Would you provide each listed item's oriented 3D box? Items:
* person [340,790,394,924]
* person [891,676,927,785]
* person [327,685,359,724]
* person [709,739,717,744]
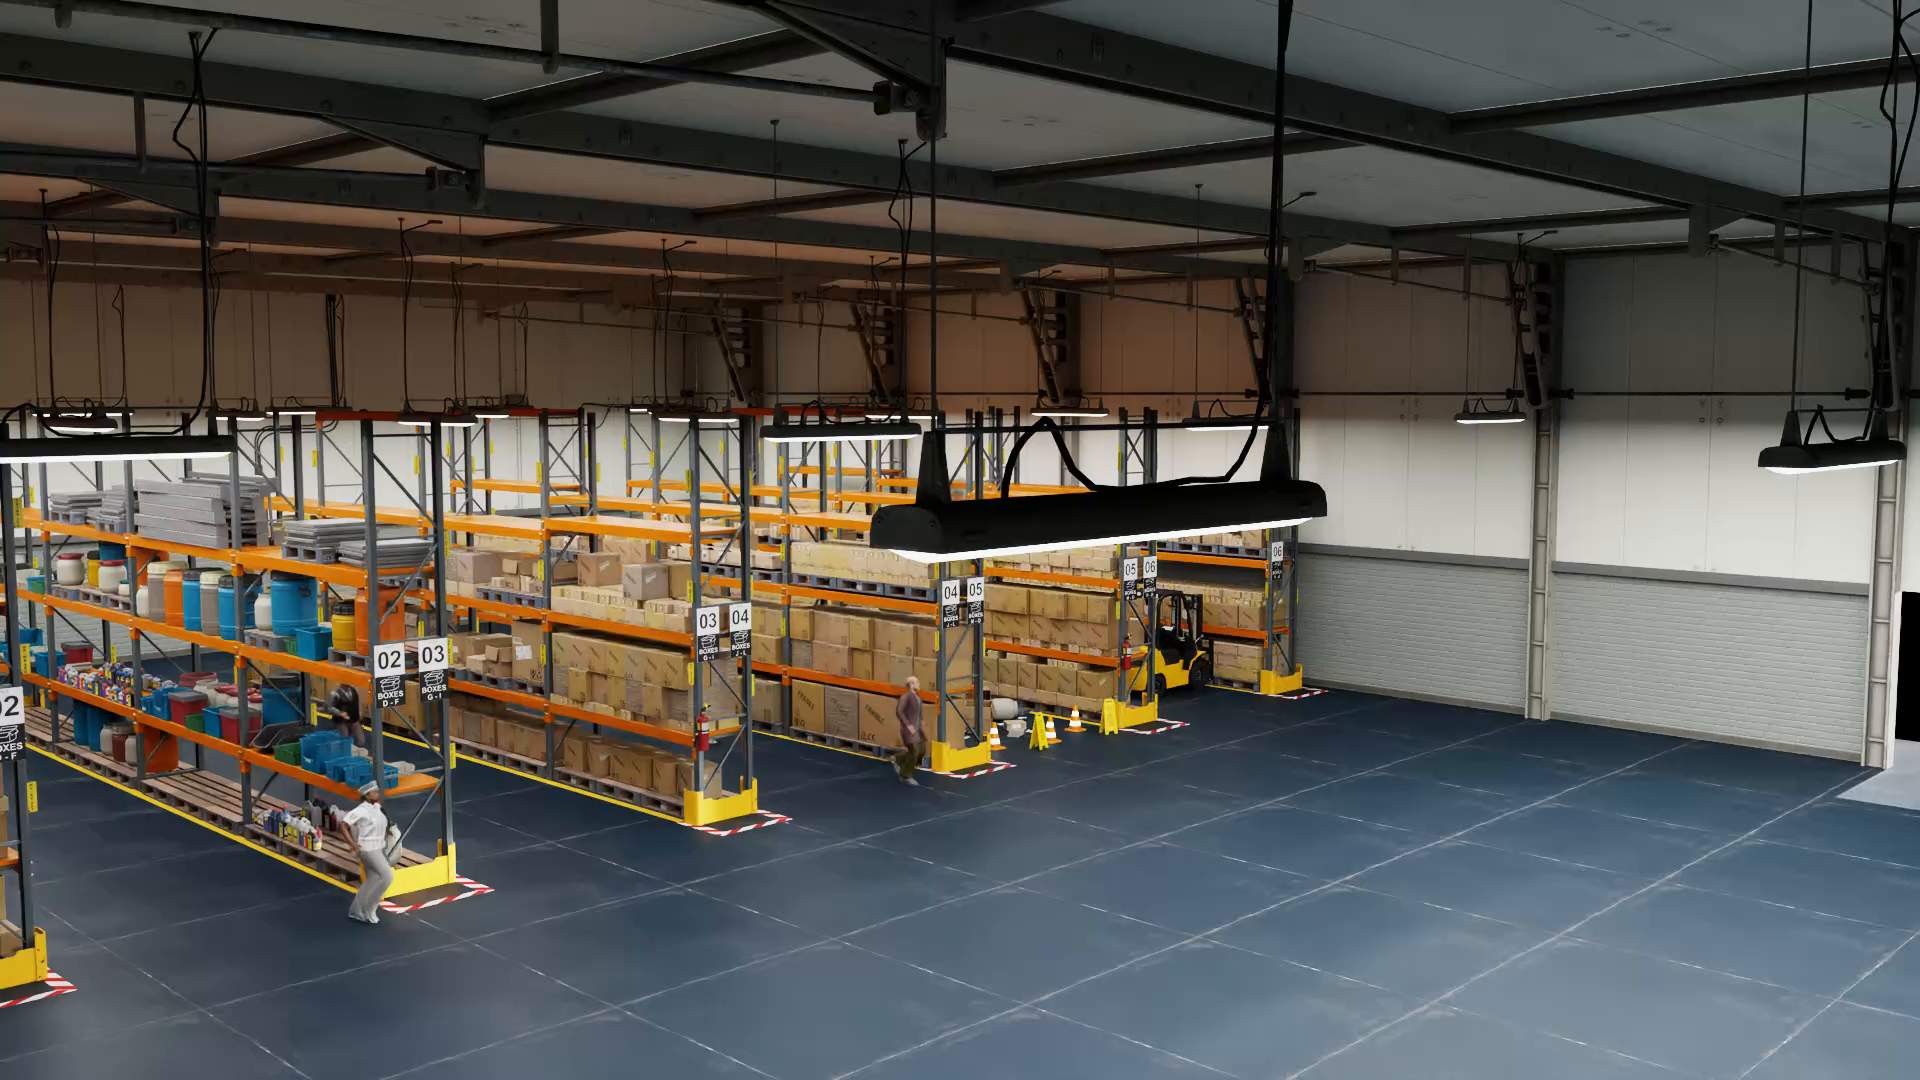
[{"bbox_3d":[-7.057,3.758,19.987,0.601,1.641,0.598,0,5,0],"label":"person"},{"bbox_3d":[-0.829,3.095,27.138,0.597,1.736,0.759,2,6,24],"label":"person"},{"bbox_3d":[-10.218,3.132,27.693,0.376,1.479,0.635,4,6,38],"label":"person"},{"bbox_3d":[-4.526,2.900,30.011,0.559,1.550,0.494,4,6,39],"label":"person"}]
